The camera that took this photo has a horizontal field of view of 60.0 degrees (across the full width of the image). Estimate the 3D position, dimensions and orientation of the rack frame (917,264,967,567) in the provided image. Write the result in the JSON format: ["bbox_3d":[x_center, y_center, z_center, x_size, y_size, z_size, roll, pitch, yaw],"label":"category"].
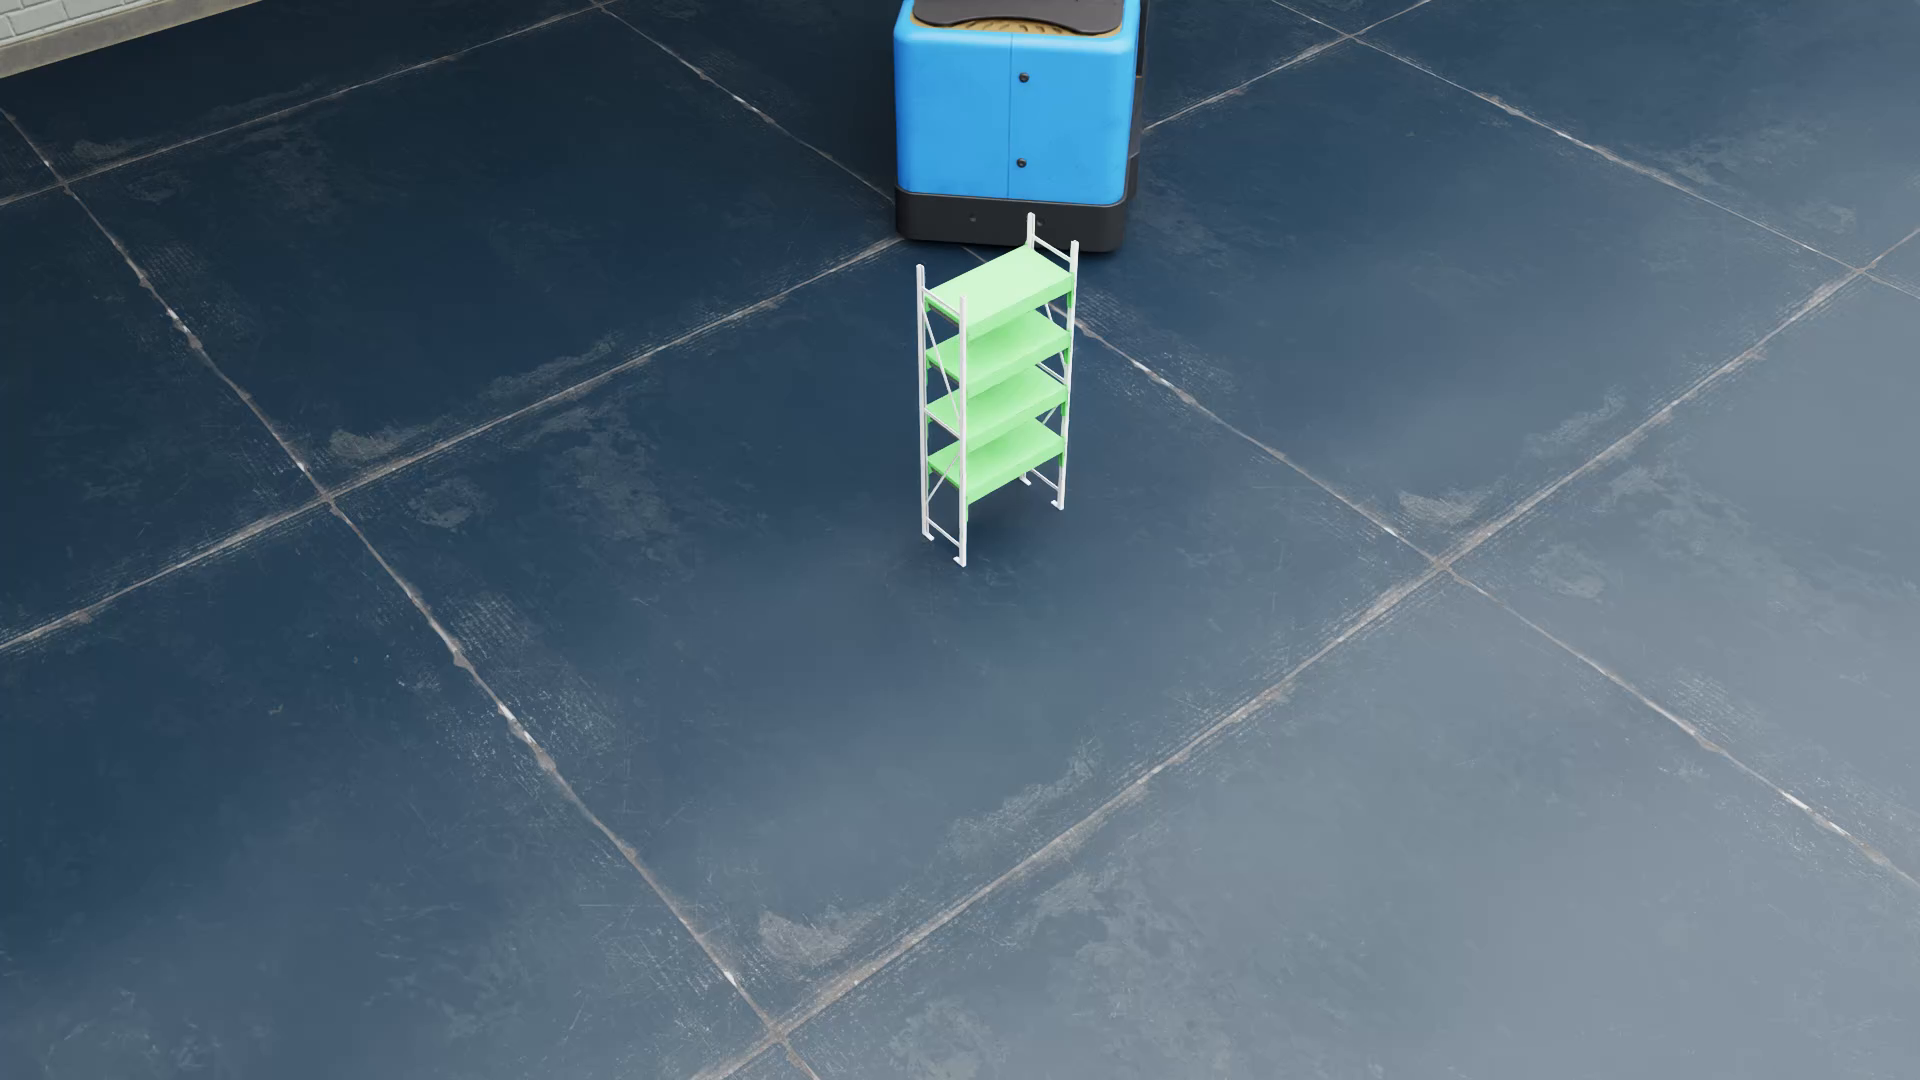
[{"bbox_3d":[-0.060,-0.403,5.803,0.015,1.200,0.240,-30,51,-28],"label":"rack frame"}]

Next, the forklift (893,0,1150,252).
[{"bbox_3d":[0.401,-3.384,7.712,1.130,2.935,3.031,5,43,5],"label":"forklift"}]

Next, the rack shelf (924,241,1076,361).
[{"bbox_3d":[0.127,-0.813,5.632,0.480,0.148,0.258,-30,51,-28],"label":"rack shelf"}]

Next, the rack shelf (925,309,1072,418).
[{"bbox_3d":[0.127,-0.638,5.796,0.480,0.148,0.258,-30,51,-28],"label":"rack shelf"}]

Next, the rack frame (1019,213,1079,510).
[{"bbox_3d":[0.314,-0.617,6.031,0.015,1.200,0.240,-30,51,-28],"label":"rack frame"}]

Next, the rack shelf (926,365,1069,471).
[{"bbox_3d":[0.127,-0.463,5.960,0.480,0.148,0.258,-30,51,-28],"label":"rack shelf"}]

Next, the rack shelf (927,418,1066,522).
[{"bbox_3d":[0.127,-0.289,6.125,0.480,0.148,0.258,-30,51,-28],"label":"rack shelf"}]

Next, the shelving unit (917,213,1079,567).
[{"bbox_3d":[0.127,-0.510,5.917,0.503,1.200,0.258,-30,51,-28],"label":"shelving unit"}]
